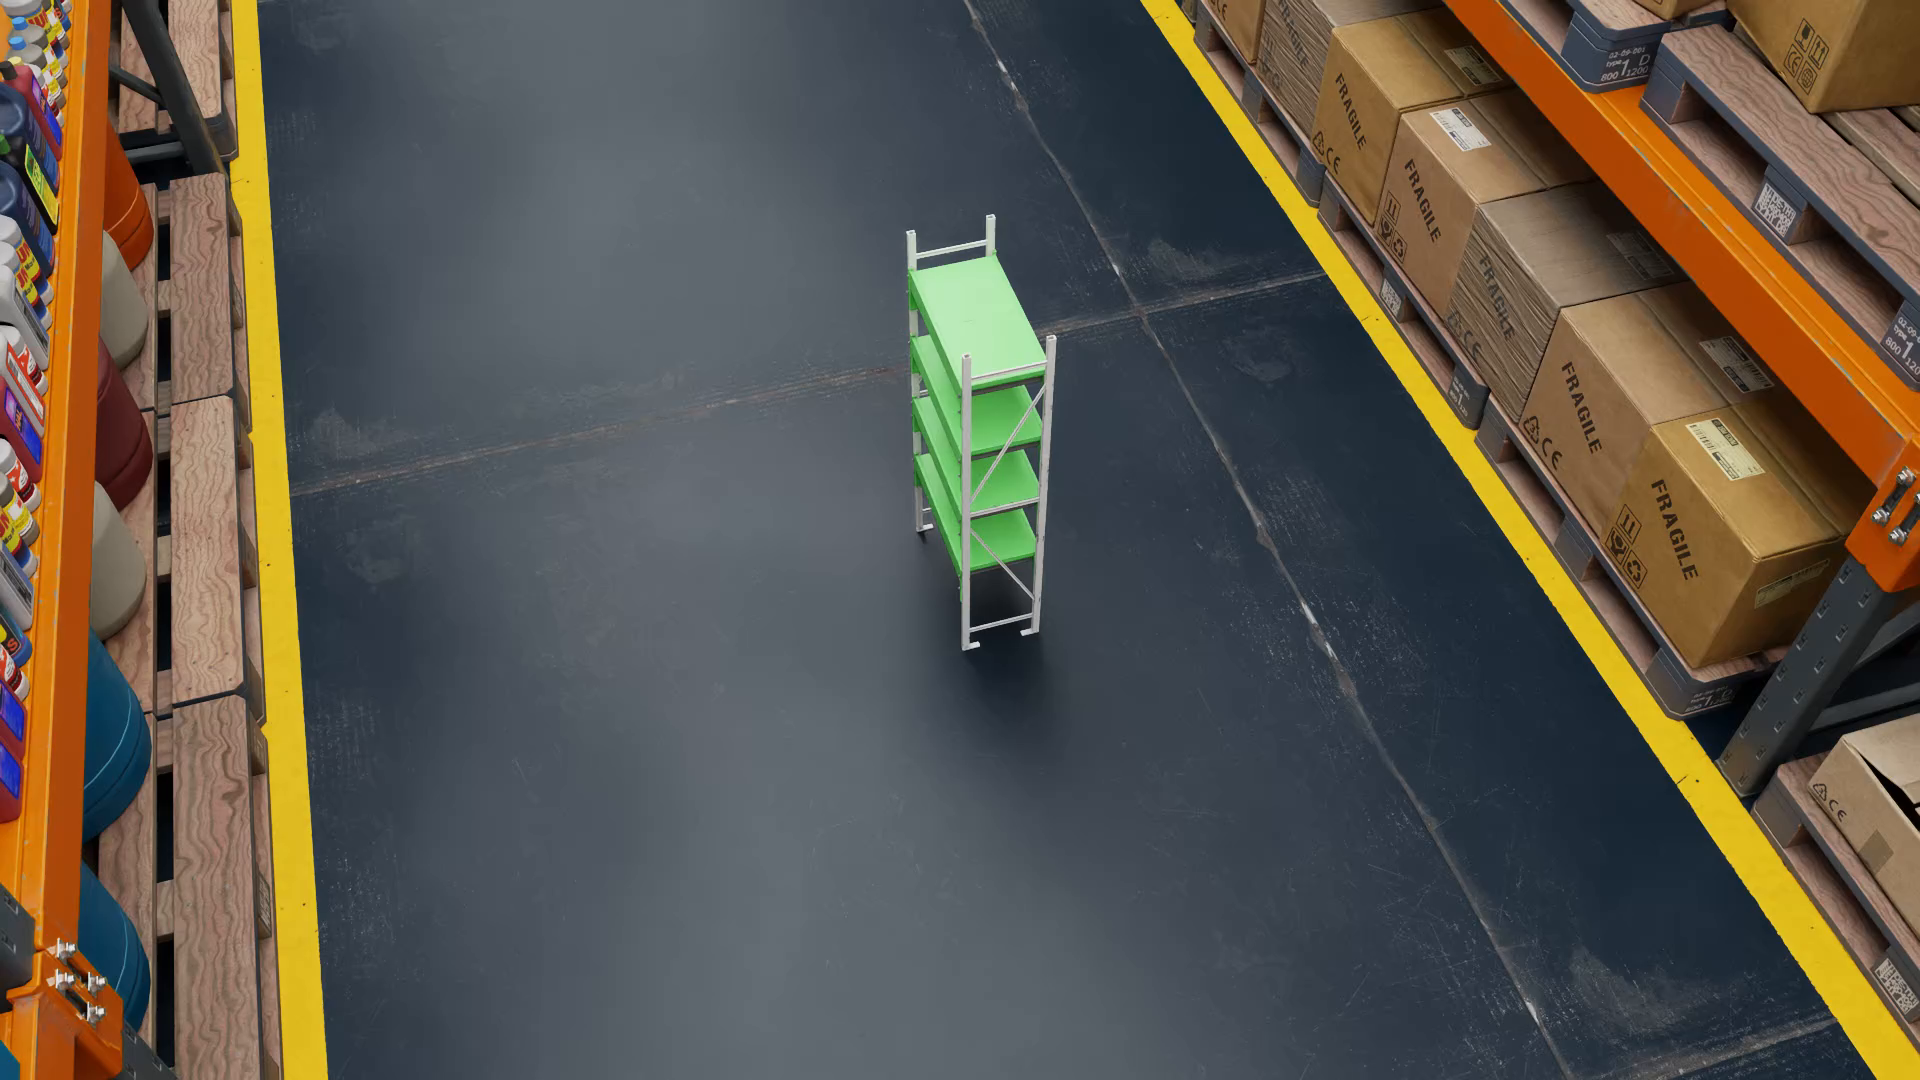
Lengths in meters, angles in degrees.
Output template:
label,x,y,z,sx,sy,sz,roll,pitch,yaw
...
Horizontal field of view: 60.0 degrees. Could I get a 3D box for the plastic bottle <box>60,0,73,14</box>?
label,x,y,z,sx,sy,sz,roll,pitch,yaw
plastic bottle,-2.642,-1.614,4.778,0.097,0.201,0.097,0,50,0

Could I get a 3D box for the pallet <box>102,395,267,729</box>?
label,x,y,z,sx,sy,sz,roll,pitch,yaw
pallet,-2.653,0.150,4.986,1.003,0.211,1.213,-13,51,-11

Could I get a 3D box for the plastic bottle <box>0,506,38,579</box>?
label,x,y,z,sx,sy,sz,roll,pitch,yaw
plastic bottle,-1.989,-0.024,3.393,0.097,0.271,0.097,0,50,0

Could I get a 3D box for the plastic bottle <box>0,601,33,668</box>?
label,x,y,z,sx,sy,sz,roll,pitch,yaw
plastic bottle,-1.921,0.145,3.250,0.097,0.271,0.097,0,50,0

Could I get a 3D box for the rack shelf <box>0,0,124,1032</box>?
label,x,y,z,sx,sy,sz,roll,pitch,yaw
rack shelf,-2.692,-0.512,4.190,1.077,0.370,4.000,-13,51,-11

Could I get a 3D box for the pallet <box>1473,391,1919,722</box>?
label,x,y,z,sx,sy,sz,roll,pitch,yaw
pallet,2.356,-0.087,5.186,1.003,0.211,1.213,-13,51,-11

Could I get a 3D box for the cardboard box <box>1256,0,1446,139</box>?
label,x,y,z,sx,sy,sz,roll,pitch,yaw
cardboard box,1.472,-1.880,6.220,0.500,0.500,0.500,-15,51,-12

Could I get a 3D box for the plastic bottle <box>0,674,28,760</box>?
label,x,y,z,sx,sy,sz,roll,pitch,yaw
plastic bottle,-1.841,0.293,3.118,0.061,0.283,0.133,-13,51,-11

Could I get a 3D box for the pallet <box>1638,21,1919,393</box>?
label,x,y,z,sx,sy,sz,roll,pitch,yaw
pallet,2.501,-0.947,4.212,1.003,0.211,1.213,-13,51,-11

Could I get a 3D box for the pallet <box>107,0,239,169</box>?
label,x,y,z,sx,sy,sz,roll,pitch,yaw
pallet,-3.475,-1.881,6.697,1.003,0.211,1.213,-13,51,-11

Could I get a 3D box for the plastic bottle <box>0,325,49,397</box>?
label,x,y,z,sx,sy,sz,roll,pitch,yaw
plastic bottle,-2.155,-0.411,3.764,0.097,0.201,0.097,0,50,0

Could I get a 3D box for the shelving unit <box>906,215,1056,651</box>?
label,x,y,z,sx,sy,sz,roll,pitch,yaw
shelving unit,0.049,-0.266,4.689,0.258,1.200,0.503,-13,51,-11

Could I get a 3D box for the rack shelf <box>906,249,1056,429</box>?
label,x,y,z,sx,sy,sz,roll,pitch,yaw
rack shelf,0.049,-0.534,4.371,0.258,0.148,0.480,-13,51,-11

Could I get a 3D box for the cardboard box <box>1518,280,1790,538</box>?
label,x,y,z,sx,sy,sz,roll,pitch,yaw
cardboard box,2.075,-0.395,4.968,0.500,0.500,0.500,-13,51,-11

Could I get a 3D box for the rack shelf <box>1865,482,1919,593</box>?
label,x,y,z,sx,sy,sz,roll,pitch,yaw
rack shelf,3.224,1.292,2.669,1.077,0.370,4.000,-13,51,-11

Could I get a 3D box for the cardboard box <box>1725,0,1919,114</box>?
label,x,y,z,sx,sy,sz,roll,pitch,yaw
cardboard box,2.442,-1.453,4.173,0.700,0.500,0.500,-6,50,-5

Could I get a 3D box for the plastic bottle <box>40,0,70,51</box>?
label,x,y,z,sx,sy,sz,roll,pitch,yaw
plastic bottle,-2.585,-1.472,4.659,0.097,0.201,0.097,0,50,0

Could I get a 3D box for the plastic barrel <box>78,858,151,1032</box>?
label,x,y,z,sx,sy,sz,roll,pitch,yaw
plastic barrel,-2.245,0.856,3.664,0.600,0.901,0.708,-13,51,-11

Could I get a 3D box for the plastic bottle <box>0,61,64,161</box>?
label,x,y,z,sx,sy,sz,roll,pitch,yaw
plastic bottle,-2.418,-1.133,4.320,0.061,0.283,0.133,-13,51,-11

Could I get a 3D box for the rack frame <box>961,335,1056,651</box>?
label,x,y,z,sx,sy,sz,roll,pitch,yaw
rack frame,0.121,-0.088,4.539,0.240,1.200,0.015,-13,51,-11

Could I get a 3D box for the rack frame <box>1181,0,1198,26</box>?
label,x,y,z,sx,sy,sz,roll,pitch,yaw
rack frame,1.450,-3.322,6.089,1.000,3.000,0.127,-13,51,-11

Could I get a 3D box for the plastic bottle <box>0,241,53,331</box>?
label,x,y,z,sx,sy,sz,roll,pitch,yaw
plastic bottle,-2.224,-0.603,3.880,0.097,0.271,0.097,0,50,0

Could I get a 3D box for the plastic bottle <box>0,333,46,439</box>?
label,x,y,z,sx,sy,sz,roll,pitch,yaw
plastic bottle,-2.147,-0.344,3.659,0.152,0.276,0.135,-13,51,-11

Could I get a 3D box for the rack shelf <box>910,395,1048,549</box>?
label,x,y,z,sx,sy,sz,roll,pitch,yaw
rack shelf,0.049,-0.225,4.738,0.258,0.148,0.480,-13,51,-11

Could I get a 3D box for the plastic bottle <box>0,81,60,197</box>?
label,x,y,z,sx,sy,sz,roll,pitch,yaw
plastic bottle,-2.411,-1.029,4.188,0.144,0.351,0.185,-13,51,-11

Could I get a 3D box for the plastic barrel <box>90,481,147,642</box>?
label,x,y,z,sx,sy,sz,roll,pitch,yaw
plastic barrel,-2.536,0.032,4.613,0.421,0.512,0.421,0,50,0

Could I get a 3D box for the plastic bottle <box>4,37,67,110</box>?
label,x,y,z,sx,sy,sz,roll,pitch,yaw
plastic bottle,-2.498,-1.258,4.479,0.097,0.201,0.097,0,50,0

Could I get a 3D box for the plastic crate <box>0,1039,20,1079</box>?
label,x,y,z,sx,sy,sz,roll,pitch,yaw
plastic crate,-1.636,0.966,2.445,0.392,0.384,0.575,-13,51,-11

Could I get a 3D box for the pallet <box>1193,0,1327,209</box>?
label,x,y,z,sx,sy,sz,roll,pitch,yaw
pallet,1.634,-1.869,6.688,1.003,0.211,1.213,-13,51,-11

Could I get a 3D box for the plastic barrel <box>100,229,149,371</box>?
label,x,y,z,sx,sy,sz,roll,pitch,yaw
plastic barrel,-2.870,-0.793,5.309,0.421,0.512,0.421,0,50,0

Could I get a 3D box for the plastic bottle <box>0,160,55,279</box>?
label,x,y,z,sx,sy,sz,roll,pitch,yaw
plastic bottle,-2.317,-0.797,3.992,0.144,0.351,0.185,-13,51,-11

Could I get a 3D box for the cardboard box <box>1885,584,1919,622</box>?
label,x,y,z,sx,sy,sz,roll,pitch,yaw
cardboard box,2.722,-0.145,4.758,0.500,0.500,0.500,-15,52,-13

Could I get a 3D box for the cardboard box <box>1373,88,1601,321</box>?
label,x,y,z,sx,sy,sz,roll,pitch,yaw
cardboard box,1.774,-1.132,5.590,0.500,0.500,0.500,-15,51,-12

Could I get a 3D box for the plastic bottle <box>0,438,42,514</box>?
label,x,y,z,sx,sy,sz,roll,pitch,yaw
plastic bottle,-2.047,-0.144,3.539,0.097,0.201,0.097,0,50,0
